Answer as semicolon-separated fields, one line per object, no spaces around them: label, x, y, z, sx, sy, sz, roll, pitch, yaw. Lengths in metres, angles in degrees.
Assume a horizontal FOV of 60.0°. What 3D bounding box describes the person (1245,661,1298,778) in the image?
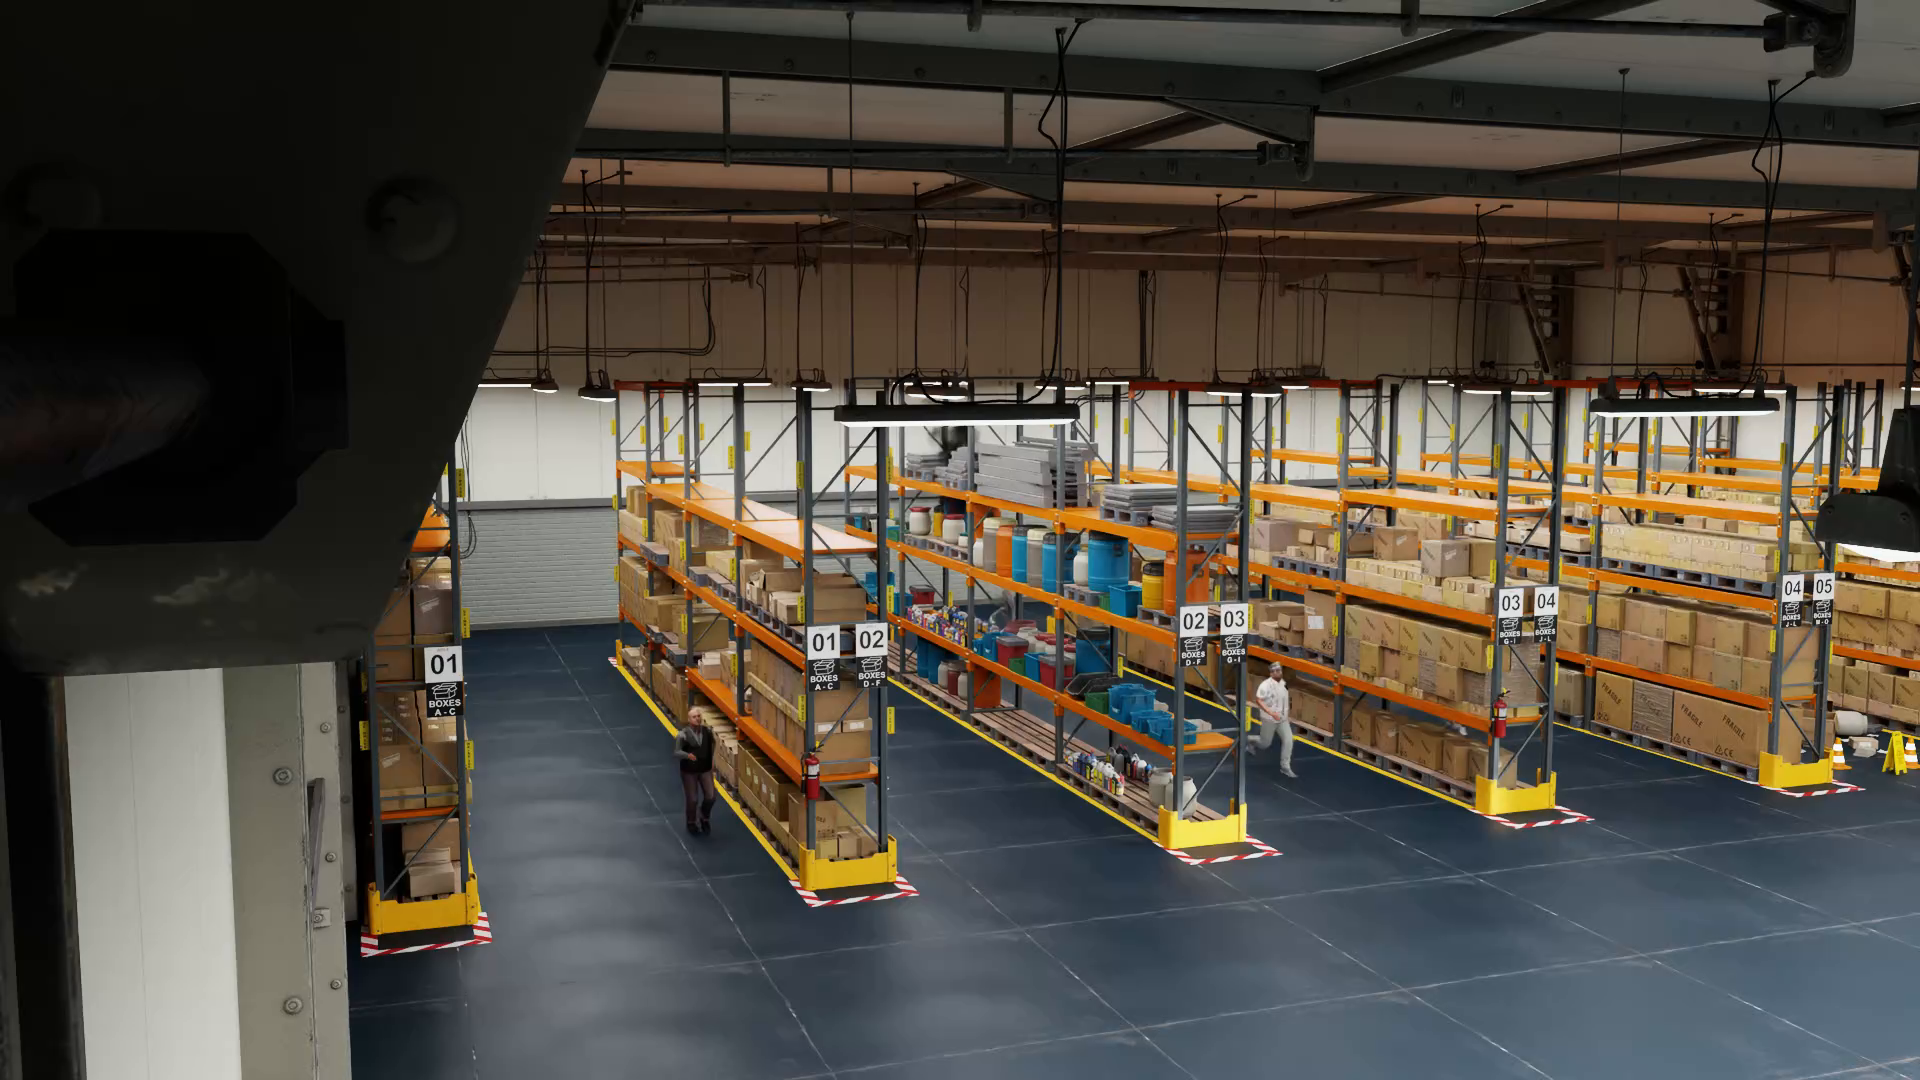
person;4.855;2.758;25.841;0.642;1.779;1.028;-4;7;-30

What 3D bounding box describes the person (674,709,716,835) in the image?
person;-3.512;3.129;22.324;0.627;1.710;0.697;-3;7;-24

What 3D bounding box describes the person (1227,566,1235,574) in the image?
person;6.499;1.131;41.288;1.110;1.685;0.716;-1;6;-5

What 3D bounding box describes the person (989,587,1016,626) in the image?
person;1.131;1.332;39.614;0.893;1.585;0.513;-1;6;-6

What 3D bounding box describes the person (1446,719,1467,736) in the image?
person;8.652;2.492;28.561;0.555;1.703;0.700;-4;7;-32
